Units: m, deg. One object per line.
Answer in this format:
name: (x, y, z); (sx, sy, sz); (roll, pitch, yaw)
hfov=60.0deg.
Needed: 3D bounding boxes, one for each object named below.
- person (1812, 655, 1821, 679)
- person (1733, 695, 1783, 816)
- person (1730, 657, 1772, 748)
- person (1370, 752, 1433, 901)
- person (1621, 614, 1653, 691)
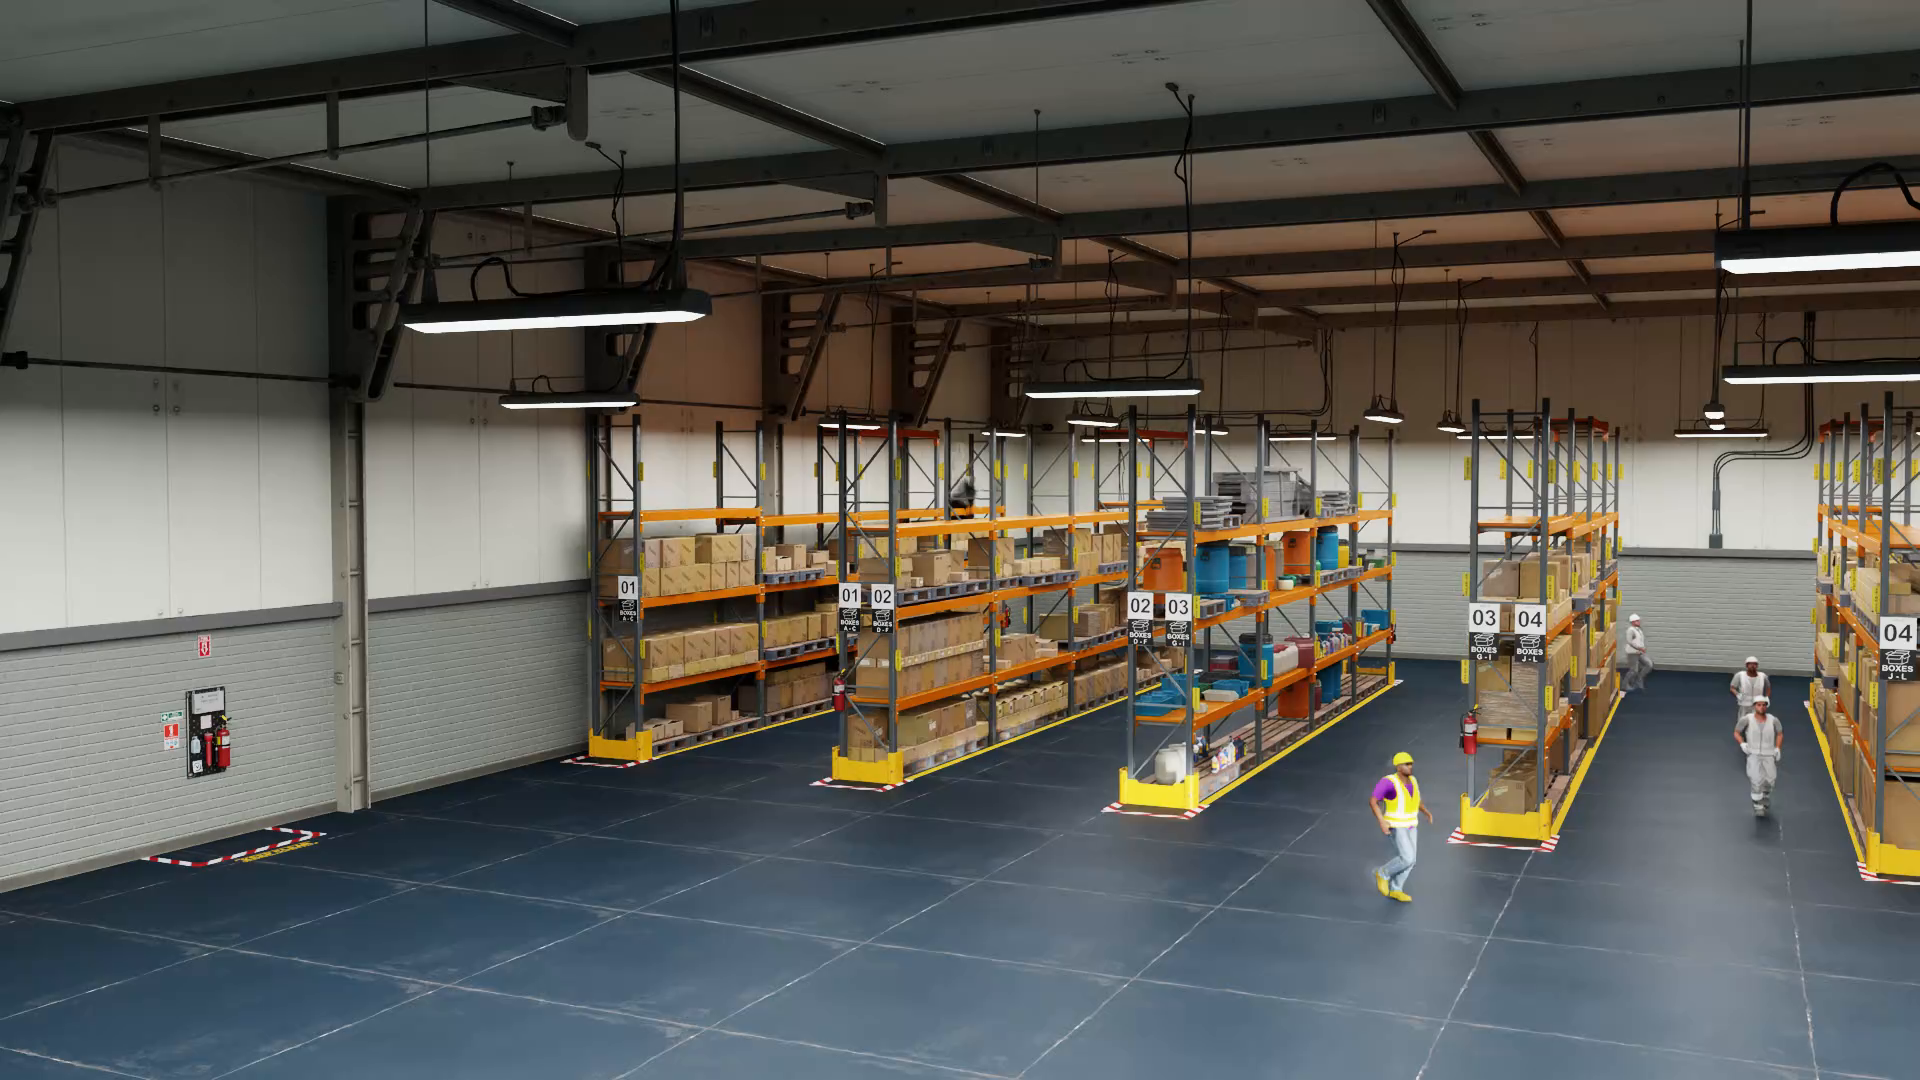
person: (19.068, 2.746, 36.456); (0.680, 1.562, 0.673); (1, 3, 28)
person: (11.622, 3.130, 24.212); (0.663, 1.746, 0.594); (1, 2, 19)
person: (13.963, 2.922, 29.362); (0.678, 1.741, 0.679); (1, 2, 18)
person: (5.172, 3.336, 19.401); (0.712, 1.730, 0.575); (-2, 3, -35)
person: (15.415, 2.570, 37.889); (0.656, 1.762, 0.673); (2, 3, 44)
